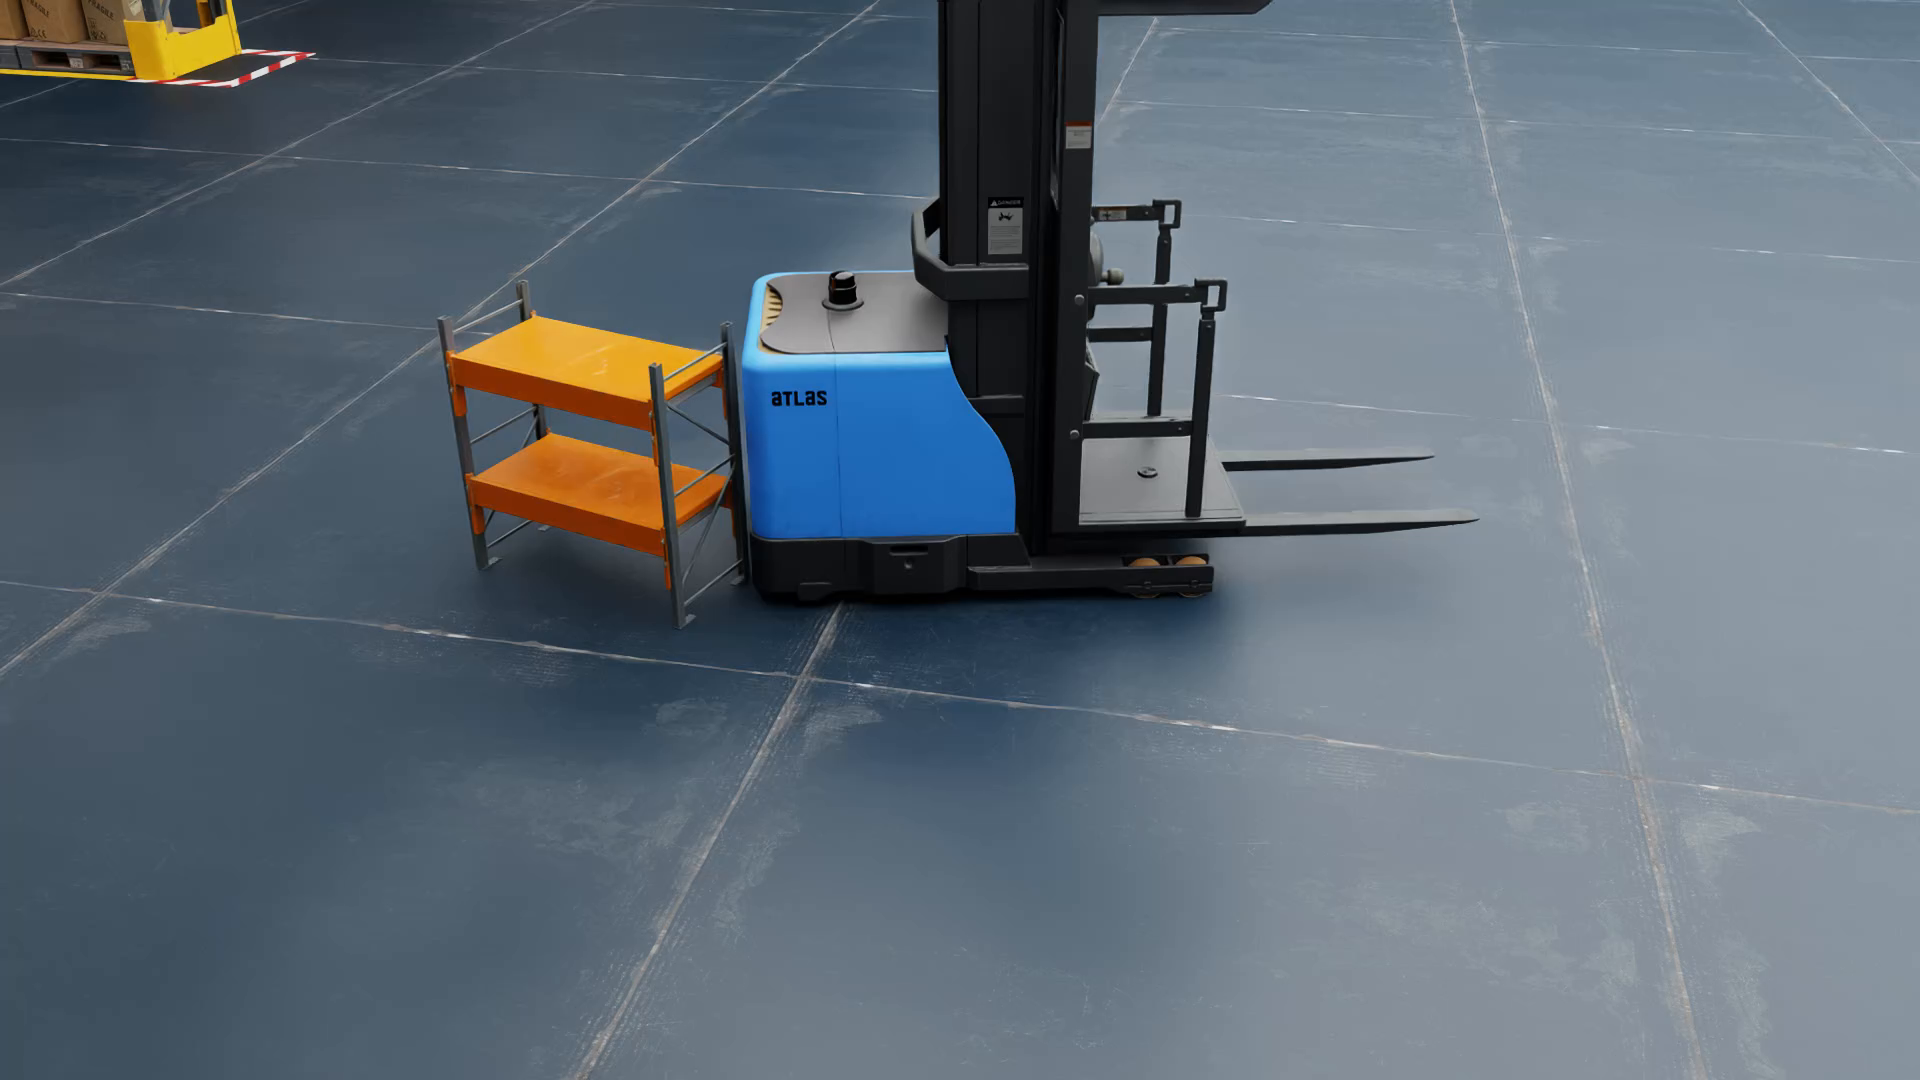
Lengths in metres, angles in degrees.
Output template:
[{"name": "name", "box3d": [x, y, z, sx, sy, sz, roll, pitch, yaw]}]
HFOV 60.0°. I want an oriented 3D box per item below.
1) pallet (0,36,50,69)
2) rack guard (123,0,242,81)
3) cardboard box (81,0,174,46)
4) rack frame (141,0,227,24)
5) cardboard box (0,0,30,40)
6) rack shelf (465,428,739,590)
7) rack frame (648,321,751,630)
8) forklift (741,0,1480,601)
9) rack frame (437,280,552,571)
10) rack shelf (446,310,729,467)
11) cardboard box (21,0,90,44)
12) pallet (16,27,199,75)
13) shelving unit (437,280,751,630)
[{"name": "pallet", "box3d": [-8.988, -4.643, 15.512, 1.213, 0.211, 1.003, 6, 29, 11]}, {"name": "rack guard", "box3d": [-7.011, -4.549, 15.038, 0.348, 0.500, 1.175, 6, 29, 11]}, {"name": "cardboard box", "box3d": [-7.544, -4.796, 15.052, 0.500, 0.500, 0.500, 11, 31, 20]}, {"name": "rack frame", "box3d": [-6.937, -5.637, 14.424, 0.127, 3.000, 1.000, 6, 29, 11]}, {"name": "cardboard box", "box3d": [-8.744, -4.911, 15.263, 0.500, 0.500, 0.500, 9, 30, 15]}, {"name": "rack shelf", "box3d": [-1.460, -0.145, 6.852, 1.000, 0.278, 0.538, 14, 32, 24]}, {"name": "rack frame", "box3d": [-1.010, -0.246, 6.528, 0.032, 1.125, 0.500, 14, 32, 24]}, {"name": "forklift", "box3d": [0.643, -1.297, 6.567, 3.031, 2.935, 1.130, -2, 29, -3]}, {"name": "rack frame", "box3d": [-1.911, -0.472, 6.942, 0.032, 1.125, 0.500, 14, 32, 24]}, {"name": "rack shelf", "box3d": [-1.460, -0.616, 6.595, 1.000, 0.278, 0.538, 14, 32, 24]}, {"name": "cardboard box", "box3d": [-8.136, -4.839, 15.132, 0.500, 0.500, 0.500, 14, 32, 24]}, {"name": "pallet", "box3d": [-7.799, -4.520, 15.286, 1.213, 0.211, 1.003, 6, 29, 11]}, {"name": "shelving unit", "box3d": [-1.460, -0.359, 6.735, 1.048, 1.125, 0.538, 14, 32, 24]}]
